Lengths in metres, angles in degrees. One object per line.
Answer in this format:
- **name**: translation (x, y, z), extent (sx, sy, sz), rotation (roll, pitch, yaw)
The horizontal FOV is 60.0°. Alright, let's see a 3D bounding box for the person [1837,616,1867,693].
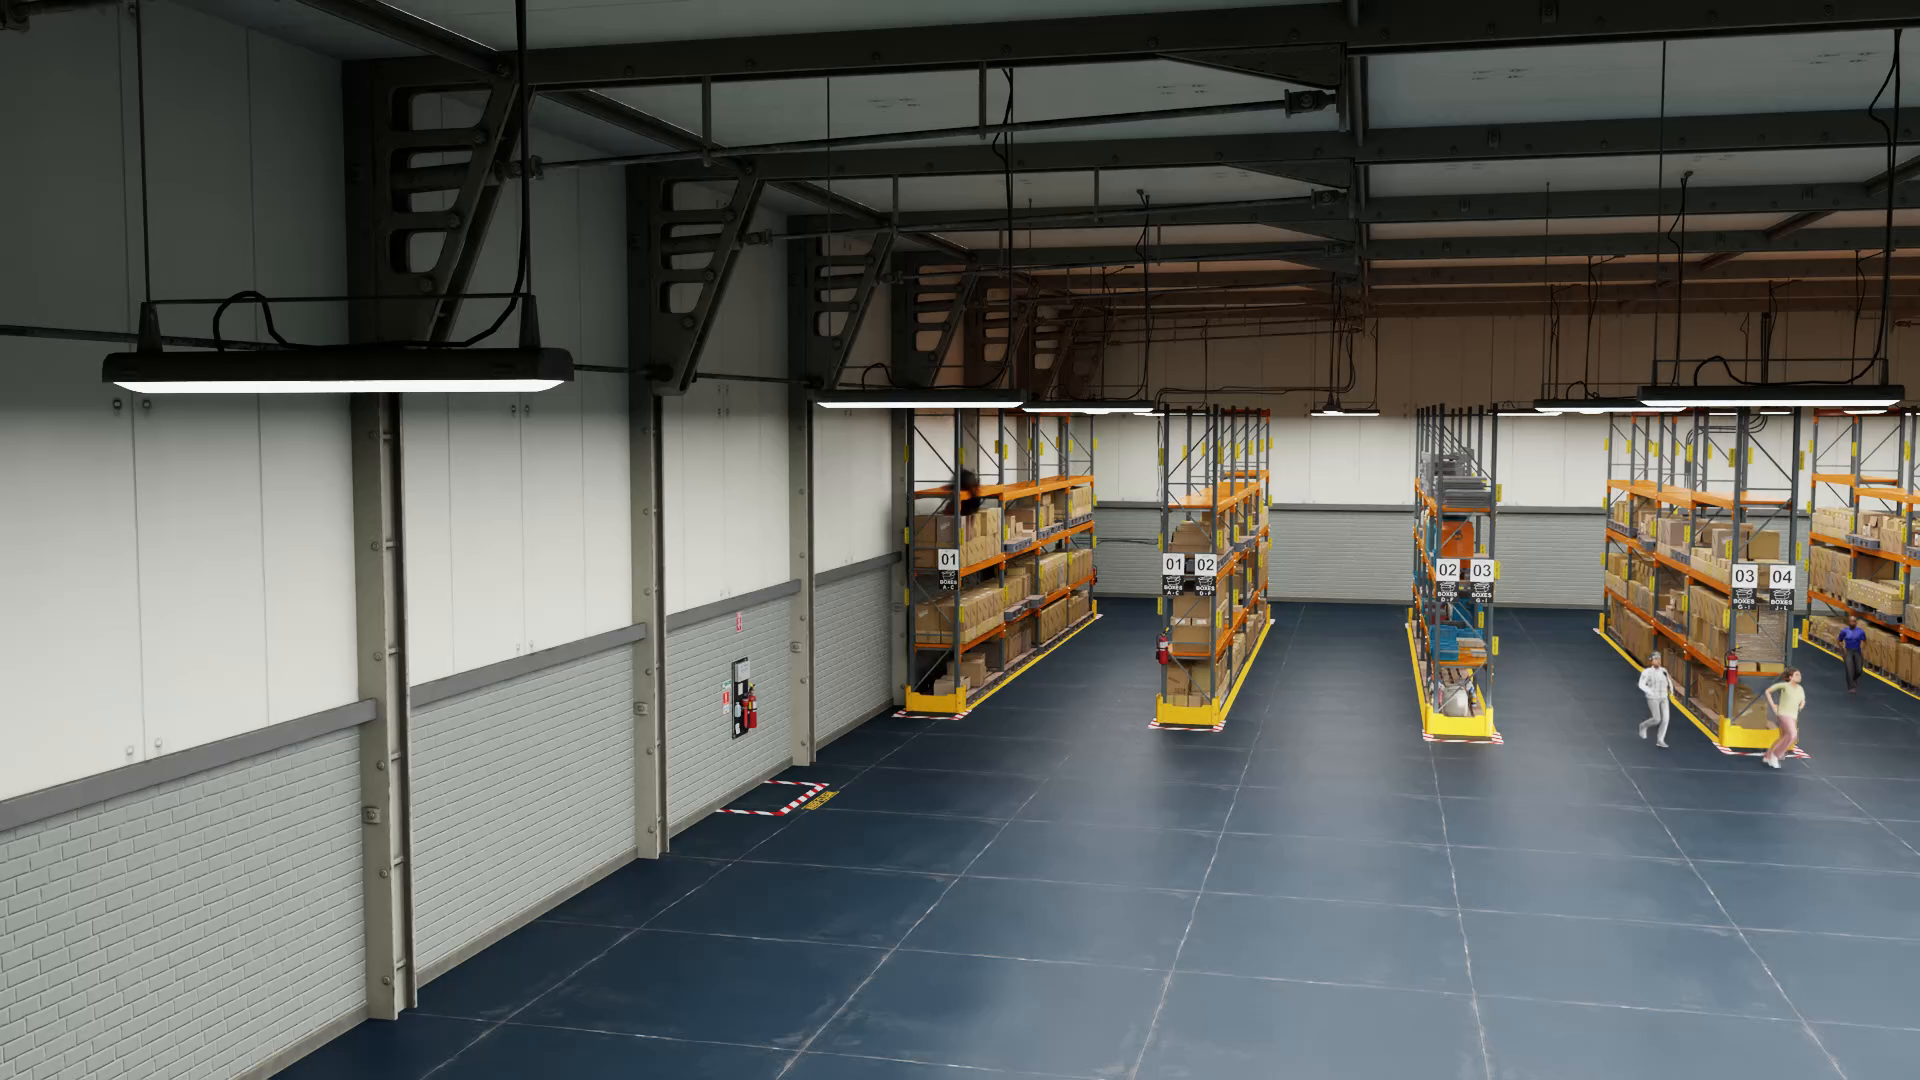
- **person**: translation (18.620, 2.392, 34.701), extent (0.555, 1.609, 0.530), rotation (2, 4, 22)

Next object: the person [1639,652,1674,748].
- **person**: translation (12.280, 2.785, 29.178), extent (0.627, 1.639, 0.678), rotation (0, 4, -6)

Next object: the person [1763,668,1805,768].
- **person**: translation (13.579, 2.955, 27.332), extent (0.624, 1.532, 0.634), rotation (-2, 5, -24)
